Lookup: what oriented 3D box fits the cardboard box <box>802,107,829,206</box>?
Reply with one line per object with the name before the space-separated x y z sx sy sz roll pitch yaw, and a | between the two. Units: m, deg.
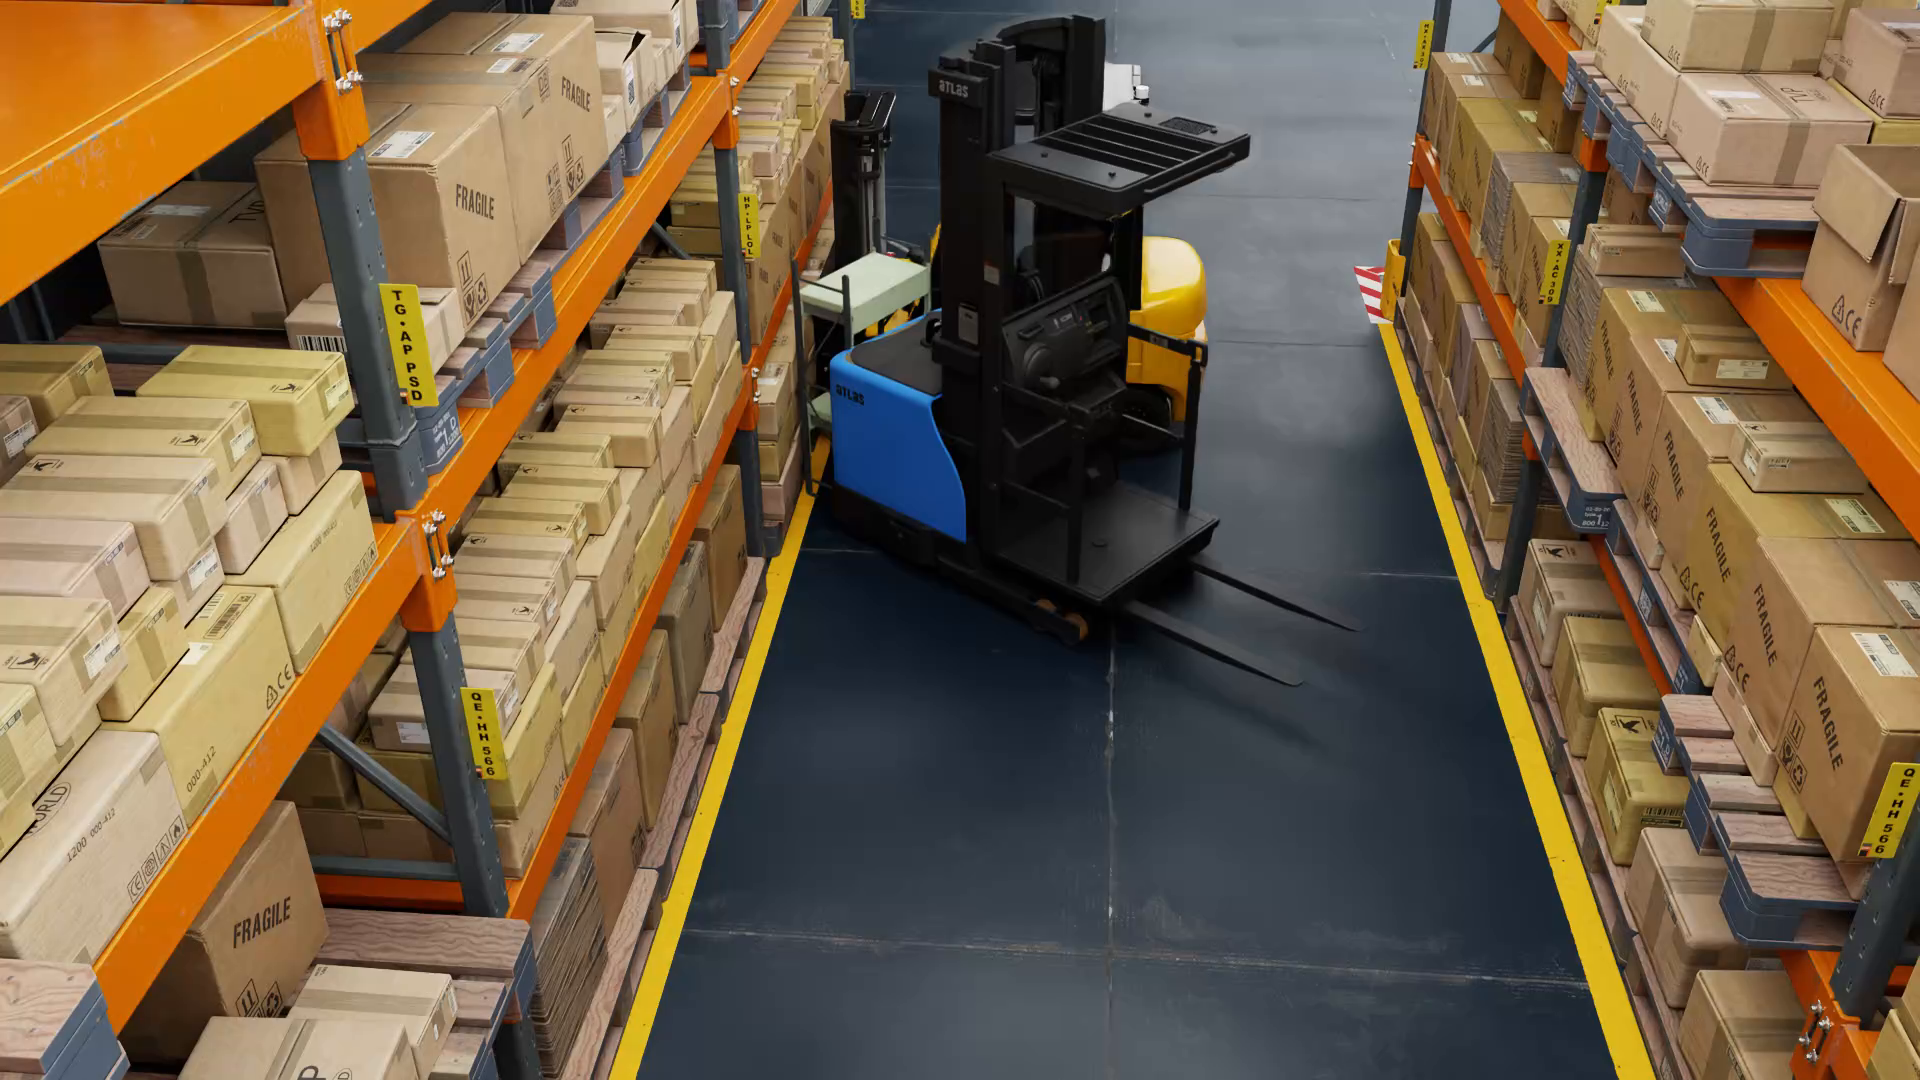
cardboard box | -1.119 -2.423 10.507 0.500 0.500 0.500 2 32 3

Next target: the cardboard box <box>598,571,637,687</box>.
cardboard box | -1.539 0.305 6.318 0.500 0.250 0.500 1 32 2

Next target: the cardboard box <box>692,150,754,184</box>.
cardboard box | -1.309 -1.970 8.870 0.380 0.149 0.250 2 32 3

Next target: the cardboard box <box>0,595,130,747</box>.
cardboard box | -1.720 0.225 2.926 0.380 0.149 0.250 2 32 3

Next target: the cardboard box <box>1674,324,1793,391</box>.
cardboard box | 2.997 -0.707 6.421 0.380 0.149 0.250 4 32 7

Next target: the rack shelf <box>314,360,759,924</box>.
rack shelf | -1.737 0.256 6.941 1.077 0.370 4.000 2 32 4

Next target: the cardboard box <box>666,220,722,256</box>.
cardboard box | -1.286 -1.570 8.505 0.380 0.149 0.250 2 32 3

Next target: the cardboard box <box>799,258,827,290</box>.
cardboard box | -1.090 -1.571 10.488 0.500 0.250 0.500 2 32 3

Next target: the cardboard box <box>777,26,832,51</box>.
cardboard box | -1.056 -3.306 11.039 0.380 0.149 0.250 3 32 4

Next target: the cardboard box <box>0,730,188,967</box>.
cardboard box | -1.780 0.586 3.005 0.500 0.250 0.500 2 32 4

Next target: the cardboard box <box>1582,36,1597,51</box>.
cardboard box | 3.095 -2.234 7.677 0.380 0.149 0.250 3 32 4

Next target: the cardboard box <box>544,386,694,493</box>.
cardboard box | -1.441 -0.441 7.053 0.500 0.250 0.500 3 32 5

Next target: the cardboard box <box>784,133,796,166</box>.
cardboard box | -1.153 -2.238 9.589 0.380 0.149 0.250 1 32 2

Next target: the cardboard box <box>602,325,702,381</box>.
cardboard box | -1.345 -0.822 7.291 0.380 0.149 0.250 2 32 2

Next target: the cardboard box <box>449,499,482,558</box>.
cardboard box | -2.056 0.071 6.223 0.500 0.250 0.500 2 32 4

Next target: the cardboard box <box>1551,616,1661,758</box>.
cardboard box | 3.278 0.704 7.632 0.950 0.372 0.625 4 32 7

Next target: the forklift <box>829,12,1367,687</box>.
forklift | 0.702 -1.013 8.380 3.031 2.935 1.130 25 39 34

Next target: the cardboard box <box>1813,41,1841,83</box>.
cardboard box | 3.424 -1.702 6.316 0.500 0.250 0.500 3 32 5

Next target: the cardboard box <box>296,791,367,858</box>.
cardboard box | -2.118 0.814 5.494 0.500 0.250 0.500 2 32 3

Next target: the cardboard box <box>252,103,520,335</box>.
cardboard box | -1.598 -0.914 4.704 0.500 0.500 0.500 3 32 4

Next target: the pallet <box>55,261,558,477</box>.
pallet | -1.933 -0.560 4.900 1.213 0.211 1.003 4 32 6

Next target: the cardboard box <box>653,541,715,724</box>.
cardboard box | -1.676 0.415 7.861 0.875 0.625 0.625 2 32 3

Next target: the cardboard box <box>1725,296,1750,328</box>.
cardboard box | 3.526 -0.723 7.066 0.500 0.500 0.500 3 32 4

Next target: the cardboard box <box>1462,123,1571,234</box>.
cardboard box | 3.272 -2.107 9.712 0.500 0.500 0.500 2 32 3

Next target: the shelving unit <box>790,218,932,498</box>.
shelving unit | -0.545 -1.014 9.717 0.431 1.500 0.755 21 39 30

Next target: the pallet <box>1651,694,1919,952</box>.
pallet | 3.000 0.910 5.377 1.213 0.211 1.003 2 32 4

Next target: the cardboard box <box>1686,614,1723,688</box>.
cardboard box | 2.803 0.400 5.862 0.380 0.149 0.250 3 32 5

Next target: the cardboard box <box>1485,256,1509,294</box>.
cardboard box | 3.176 -1.491 9.331 0.380 0.149 0.250 2 32 3

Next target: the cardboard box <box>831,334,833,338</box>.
cardboard box | -1.091 -1.143 10.747 0.500 0.250 0.500 3 32 6

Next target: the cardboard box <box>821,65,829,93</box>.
cardboard box | -1.070 -3.045 10.899 0.380 0.149 0.250 3 32 5

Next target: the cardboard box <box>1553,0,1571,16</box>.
cardboard box | 3.182 -2.732 8.105 0.500 0.250 0.500 2 32 3

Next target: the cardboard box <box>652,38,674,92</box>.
cardboard box | -1.361 -1.899 6.638 0.380 0.149 0.250 2 32 4

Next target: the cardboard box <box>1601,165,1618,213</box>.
cardboard box | 3.689 -1.968 8.532 0.700 0.500 0.500 3 32 4

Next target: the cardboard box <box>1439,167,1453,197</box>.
cardboard box | 3.290 -2.303 10.648 0.380 0.149 0.250 3 32 5

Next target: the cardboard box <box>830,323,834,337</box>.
cardboard box | -1.093 -1.347 10.600 0.500 0.250 0.500 2 32 4

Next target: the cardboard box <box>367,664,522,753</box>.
cardboard box | -1.580 0.523 5.109 0.380 0.149 0.250 3 32 5

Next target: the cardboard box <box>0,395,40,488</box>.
cardboard box | -2.255 -0.202 3.619 0.380 0.149 0.250 3 32 4

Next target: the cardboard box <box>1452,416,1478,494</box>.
cardboard box | 3.187 -0.494 9.693 0.500 0.250 0.500 2 32 3

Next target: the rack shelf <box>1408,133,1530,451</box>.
rack shelf | 3.537 -1.625 9.994 1.077 0.370 4.000 2 32 4

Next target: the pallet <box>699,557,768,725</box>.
pallet | -1.595 0.478 8.553 1.003 0.211 1.213 2 32 4

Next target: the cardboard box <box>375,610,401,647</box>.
cardboard box | -2.083 0.224 5.594 0.380 0.149 0.250 2 32 4

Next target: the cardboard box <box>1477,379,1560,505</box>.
cardboard box | 3.154 -0.534 9.044 0.500 0.500 0.500 2 32 3

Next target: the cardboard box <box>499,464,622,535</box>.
cardboard box | -1.485 -0.152 6.205 0.380 0.149 0.250 3 32 5

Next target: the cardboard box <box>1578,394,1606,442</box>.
cardboard box | 2.985 -0.552 7.406 0.380 0.149 0.250 3 32 5

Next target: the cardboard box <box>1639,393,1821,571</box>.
cardboard box | 2.925 -0.212 6.236 0.500 0.500 0.500 1 32 2

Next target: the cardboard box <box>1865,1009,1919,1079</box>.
cardboard box | 2.757 1.515 4.356 0.500 0.250 0.500 2 32 3

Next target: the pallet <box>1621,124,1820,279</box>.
pallet | 3.136 -1.222 5.974 1.213 0.211 1.003 2 32 4

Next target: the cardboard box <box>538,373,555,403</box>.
cardboard box | -1.957 -0.708 7.106 0.380 0.149 0.250 2 32 4

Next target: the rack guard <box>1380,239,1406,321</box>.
rack guard | 3.693 -1.874 12.094 1.175 0.500 0.348 2 32 4

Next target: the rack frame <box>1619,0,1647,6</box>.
rack frame | 3.374 -3.440 6.535 1.000 3.000 0.127 2 32 4

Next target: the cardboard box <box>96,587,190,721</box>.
cardboard box | -1.753 0.211 3.232 0.380 0.149 0.250 2 32 4

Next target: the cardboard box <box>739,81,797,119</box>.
cardboard box | -1.186 -2.634 9.949 0.380 0.149 0.250 3 32 5

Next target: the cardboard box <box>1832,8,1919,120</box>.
cardboard box | 3.392 -1.648 5.752 0.500 0.250 0.500 3 32 5

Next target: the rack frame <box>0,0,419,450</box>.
rack frame | -1.899 -1.558 3.482 1.000 3.000 0.127 2 32 4

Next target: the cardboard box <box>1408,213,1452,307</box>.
cardboard box | 3.357 -1.883 11.232 0.500 0.500 0.500 1 32 2

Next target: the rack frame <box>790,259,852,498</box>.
rack frame | -0.761 -0.853 9.469 0.400 1.500 0.023 21 39 30

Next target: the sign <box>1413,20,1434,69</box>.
sign | 3.159 -3.369 11.313 0.100 0.325 0.005 2 32 4

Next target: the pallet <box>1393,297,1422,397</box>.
pallet | 3.592 -1.327 11.483 1.003 0.211 1.213 2 32 4
